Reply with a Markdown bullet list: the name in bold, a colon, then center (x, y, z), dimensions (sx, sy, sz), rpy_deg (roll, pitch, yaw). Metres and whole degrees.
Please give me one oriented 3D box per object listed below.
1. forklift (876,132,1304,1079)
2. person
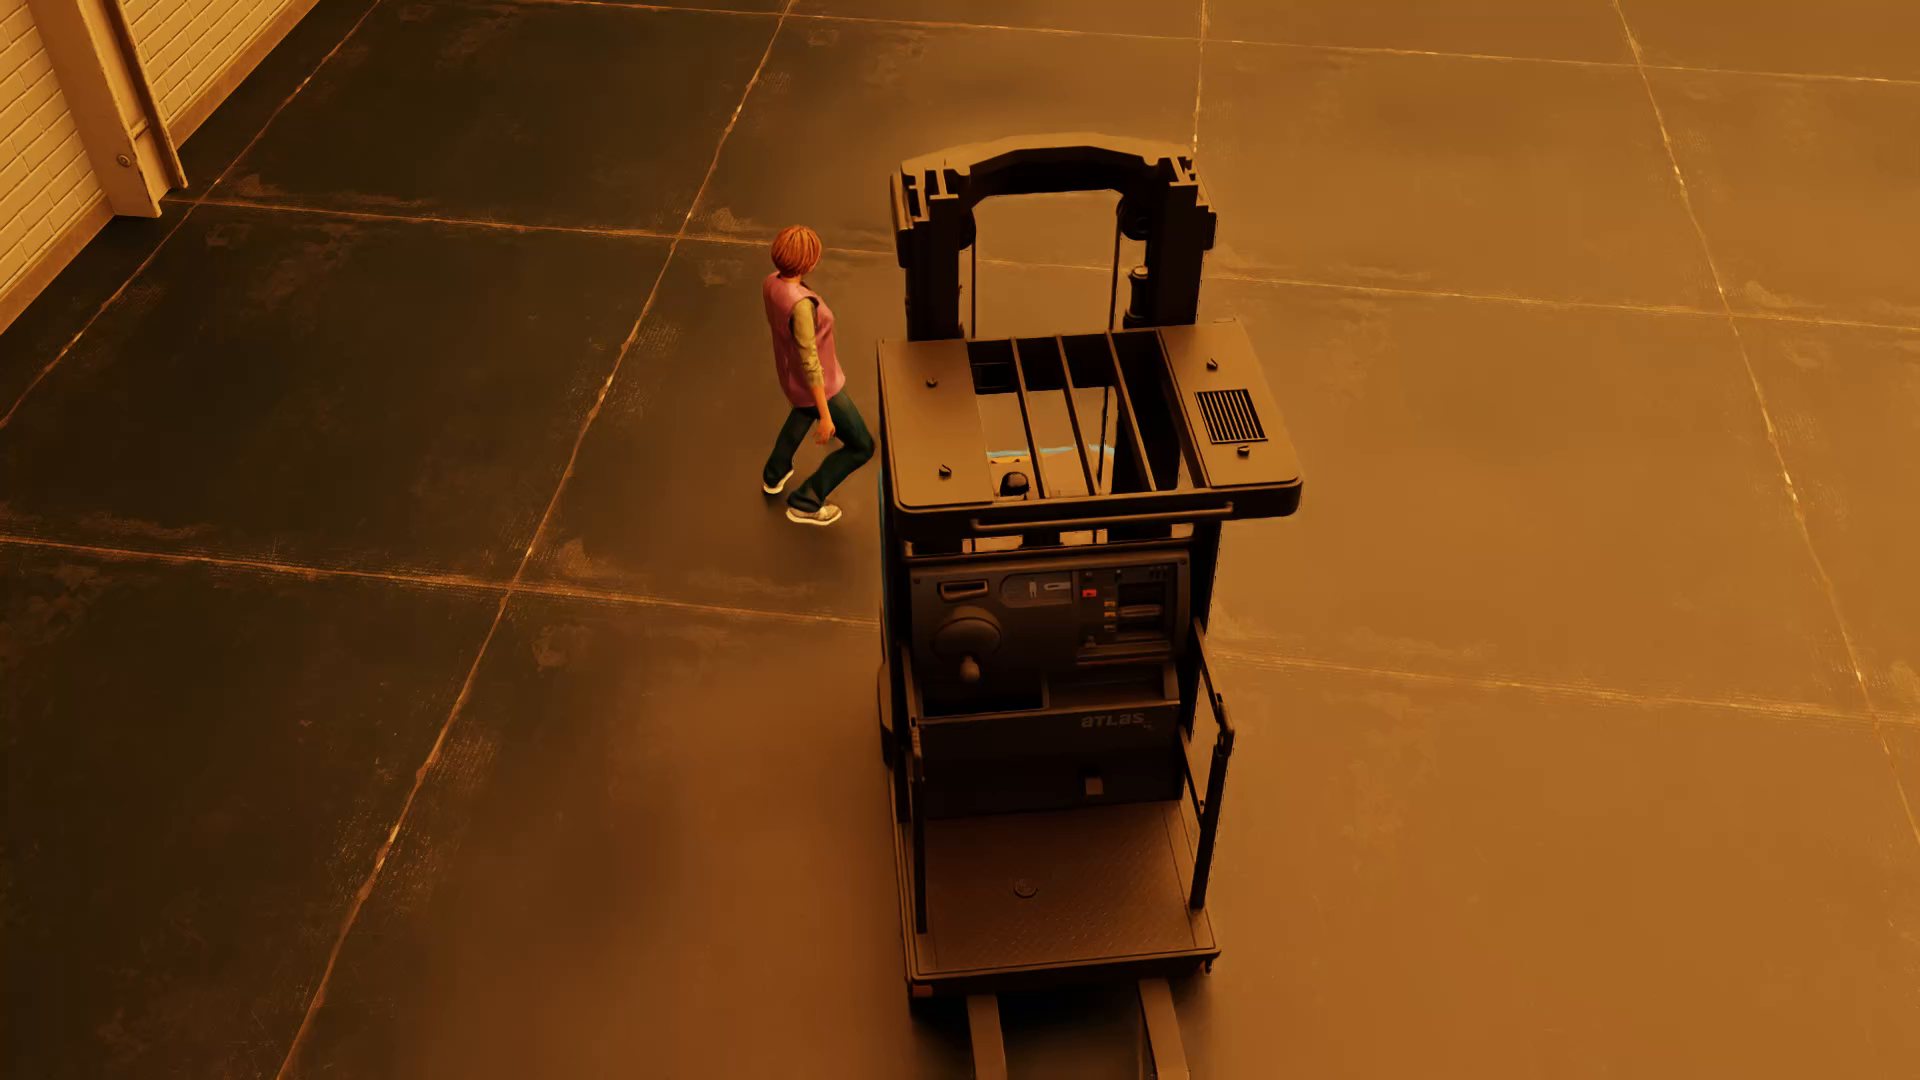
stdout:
- **forklift**: center (0.326, 0.339, 5.355), dimensions (1.130, 2.935, 3.031), rpy_deg (-4, 43, -4)
- **person**: center (-0.679, -0.729, 7.581), dimensions (0.452, 1.515, 0.762), rpy_deg (-16, 45, -17)
